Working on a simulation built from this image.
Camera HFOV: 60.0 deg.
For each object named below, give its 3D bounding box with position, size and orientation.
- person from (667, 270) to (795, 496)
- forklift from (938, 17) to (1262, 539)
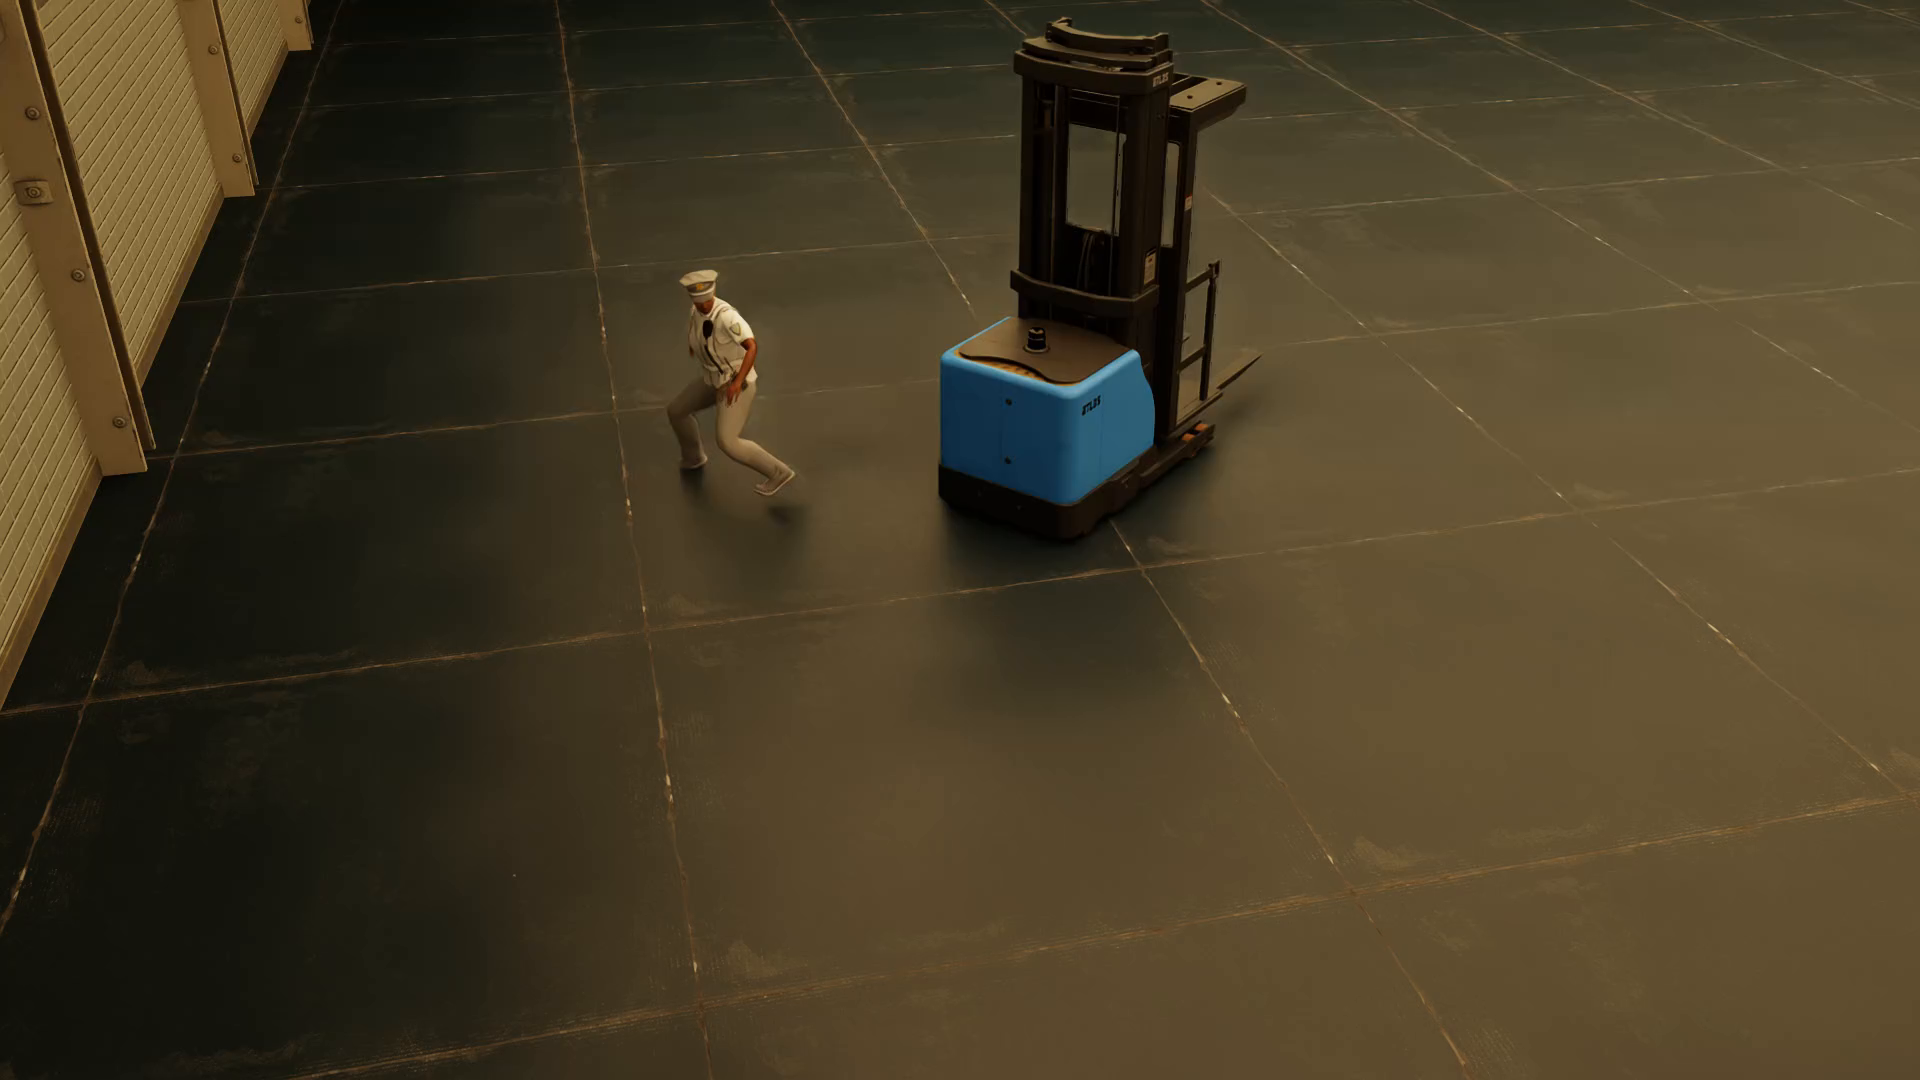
[{"bbox_3d":[-1.584,-1.025,10.846,0.500,1.569,1.112,-20,35,-30],"label":"person"},{"bbox_3d":[1.121,-1.961,10.962,1.130,2.935,3.031,20,35,30],"label":"forklift"}]
